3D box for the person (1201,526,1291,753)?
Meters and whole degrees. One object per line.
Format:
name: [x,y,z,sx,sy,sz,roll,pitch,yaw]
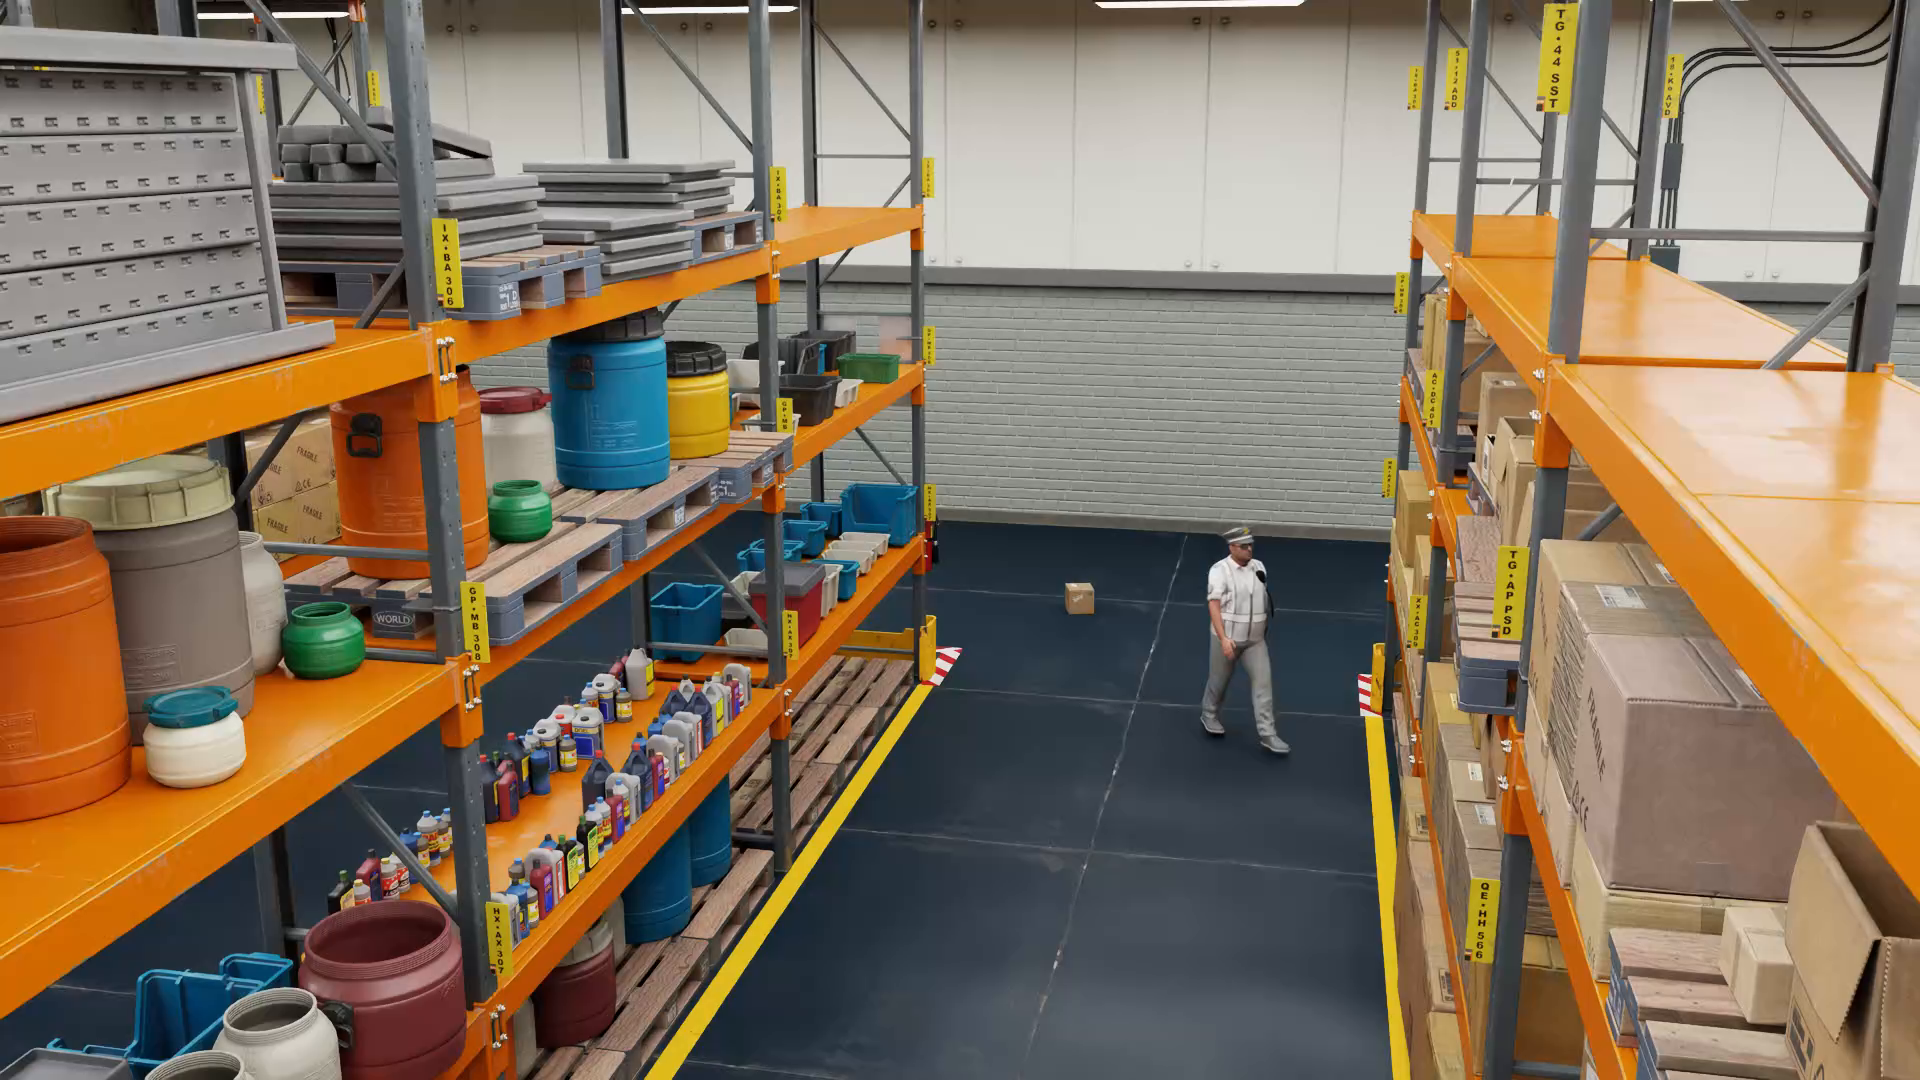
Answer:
person: [2.223,0.758,13.000,0.538,1.728,0.920,-4,15,-16]
